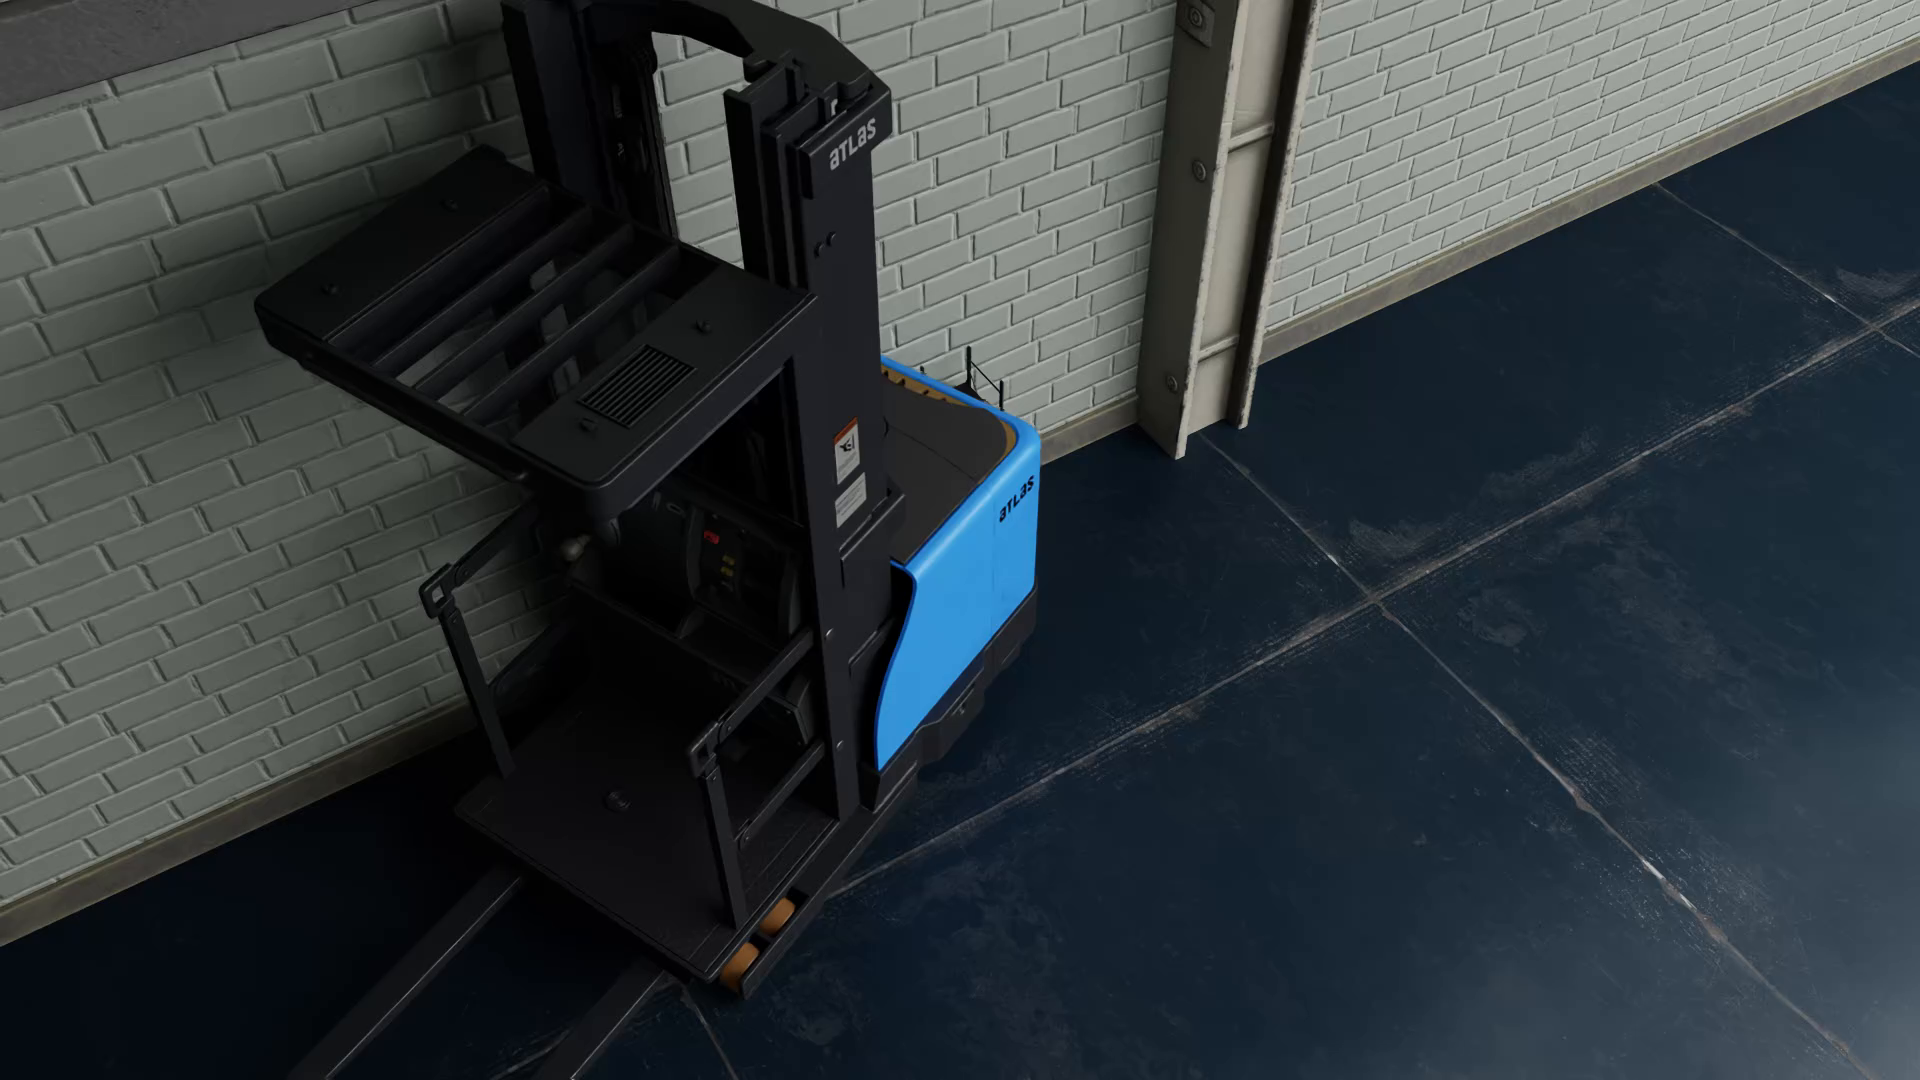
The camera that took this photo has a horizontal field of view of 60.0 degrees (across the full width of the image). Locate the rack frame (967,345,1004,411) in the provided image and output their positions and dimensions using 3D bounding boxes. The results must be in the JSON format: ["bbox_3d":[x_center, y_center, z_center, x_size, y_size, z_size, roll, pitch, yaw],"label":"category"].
[{"bbox_3d":[0.093,-0.343,6.398,0.006,0.900,0.240,-25,53,-21],"label":"rack frame"}]

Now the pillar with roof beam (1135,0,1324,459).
[{"bbox_3d":[3.286,-0.786,1.370,0.400,9.000,9.100,-25,53,-21],"label":"pillar with roof beam"}]

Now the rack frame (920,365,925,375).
[{"bbox_3d":[-0.079,-0.262,6.326,0.006,0.900,0.240,-25,53,-21],"label":"rack frame"}]

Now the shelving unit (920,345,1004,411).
[{"bbox_3d":[0.007,-0.303,6.362,0.210,0.900,0.258,-25,53,-21],"label":"shelving unit"}]

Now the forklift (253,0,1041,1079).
[{"bbox_3d":[-0.950,0.078,4.663,1.130,2.935,3.031,27,54,22],"label":"forklift"}]

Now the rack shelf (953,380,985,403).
[{"bbox_3d":[0.007,-0.460,6.185,0.200,0.077,0.258,-25,53,-21],"label":"rack shelf"}]
